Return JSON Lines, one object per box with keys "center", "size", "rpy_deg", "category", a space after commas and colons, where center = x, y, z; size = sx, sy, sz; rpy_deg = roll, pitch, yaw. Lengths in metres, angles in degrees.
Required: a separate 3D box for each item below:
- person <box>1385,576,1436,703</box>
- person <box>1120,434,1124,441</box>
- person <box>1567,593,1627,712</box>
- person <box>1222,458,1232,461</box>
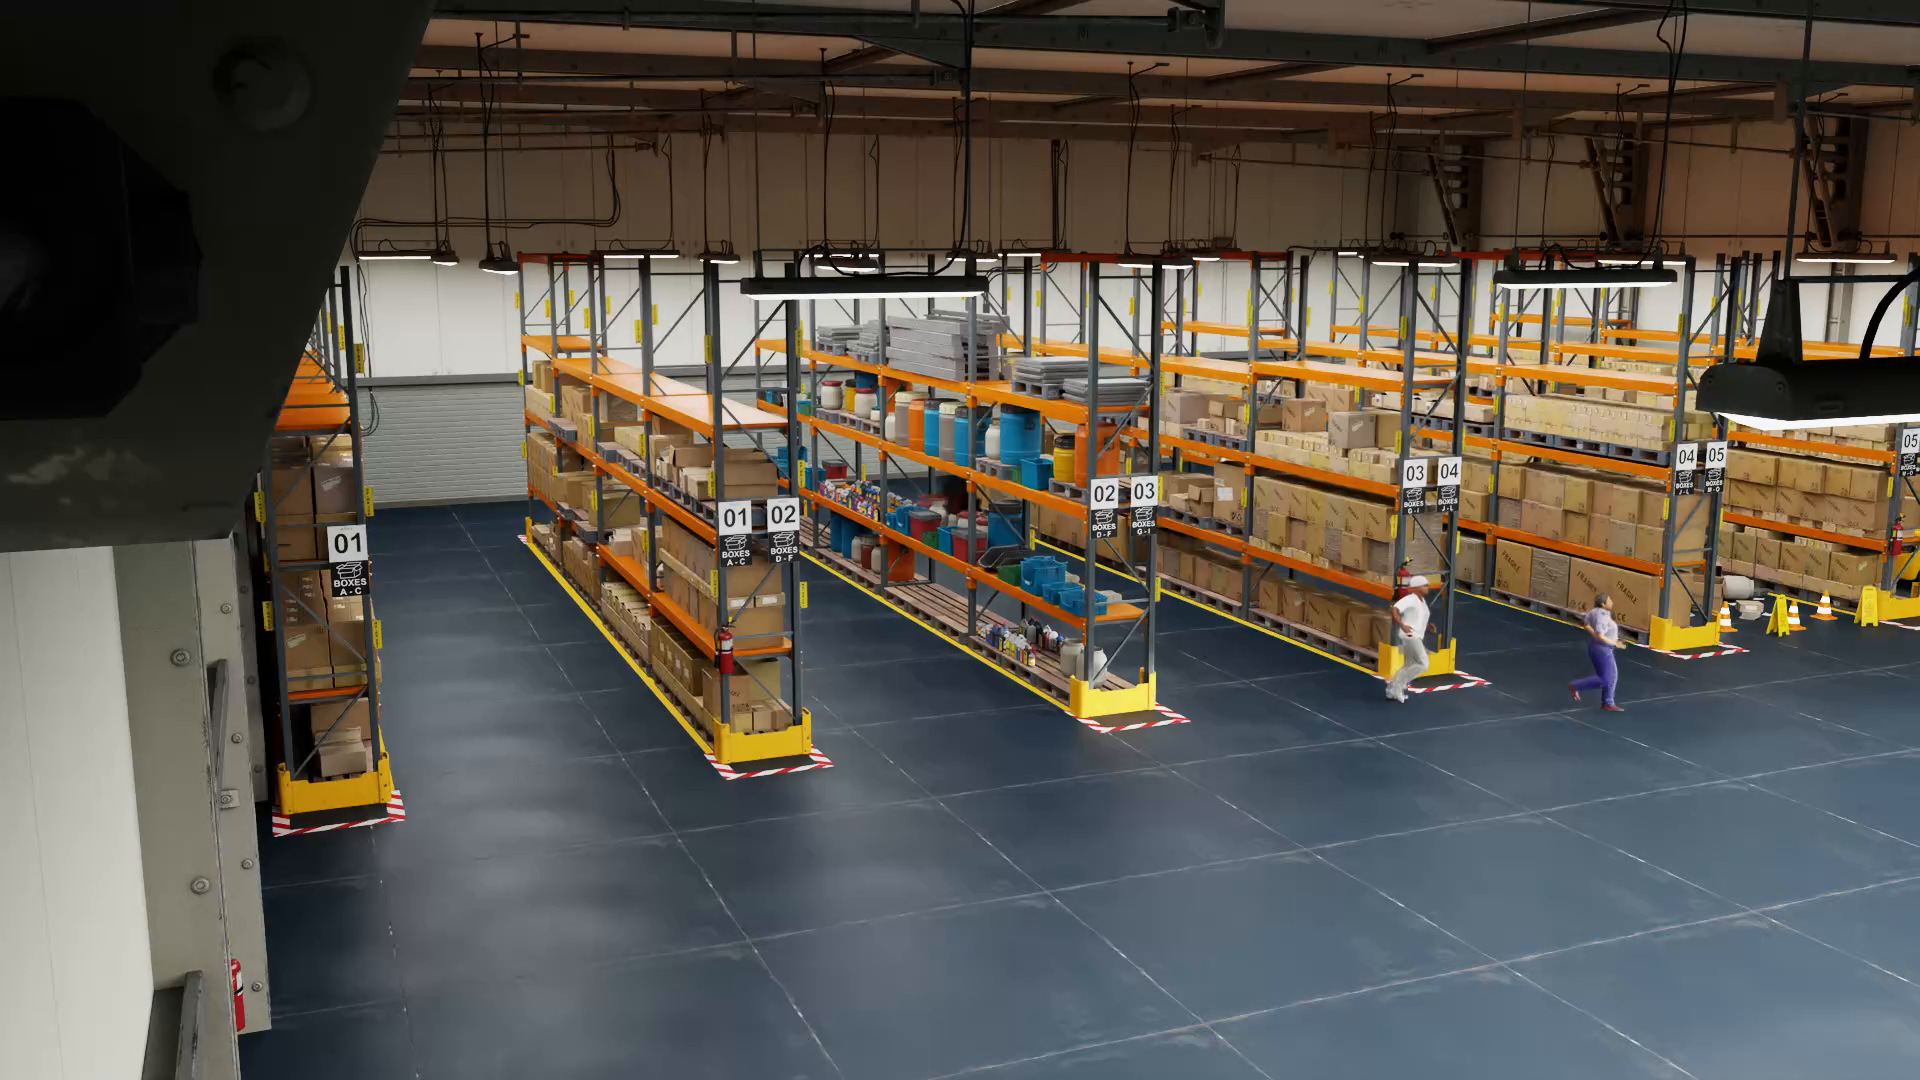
{"center": [6.238, 1.344, 22.903], "size": [0.612, 1.716, 0.730], "rpy_deg": [5, 12, 26], "category": "person"}
{"center": [3.713, -1.692, 39.571], "size": [0.730, 1.738, 0.691], "rpy_deg": [-1, 10, -7], "category": "person"}
{"center": [8.571, 1.511, 22.337], "size": [0.779, 1.631, 0.607], "rpy_deg": [2, 11, 11], "category": "person"}
{"center": [5.664, -0.888, 35.045], "size": [0.695, 1.738, 0.701], "rpy_deg": [-3, 11, -18], "category": "person"}
